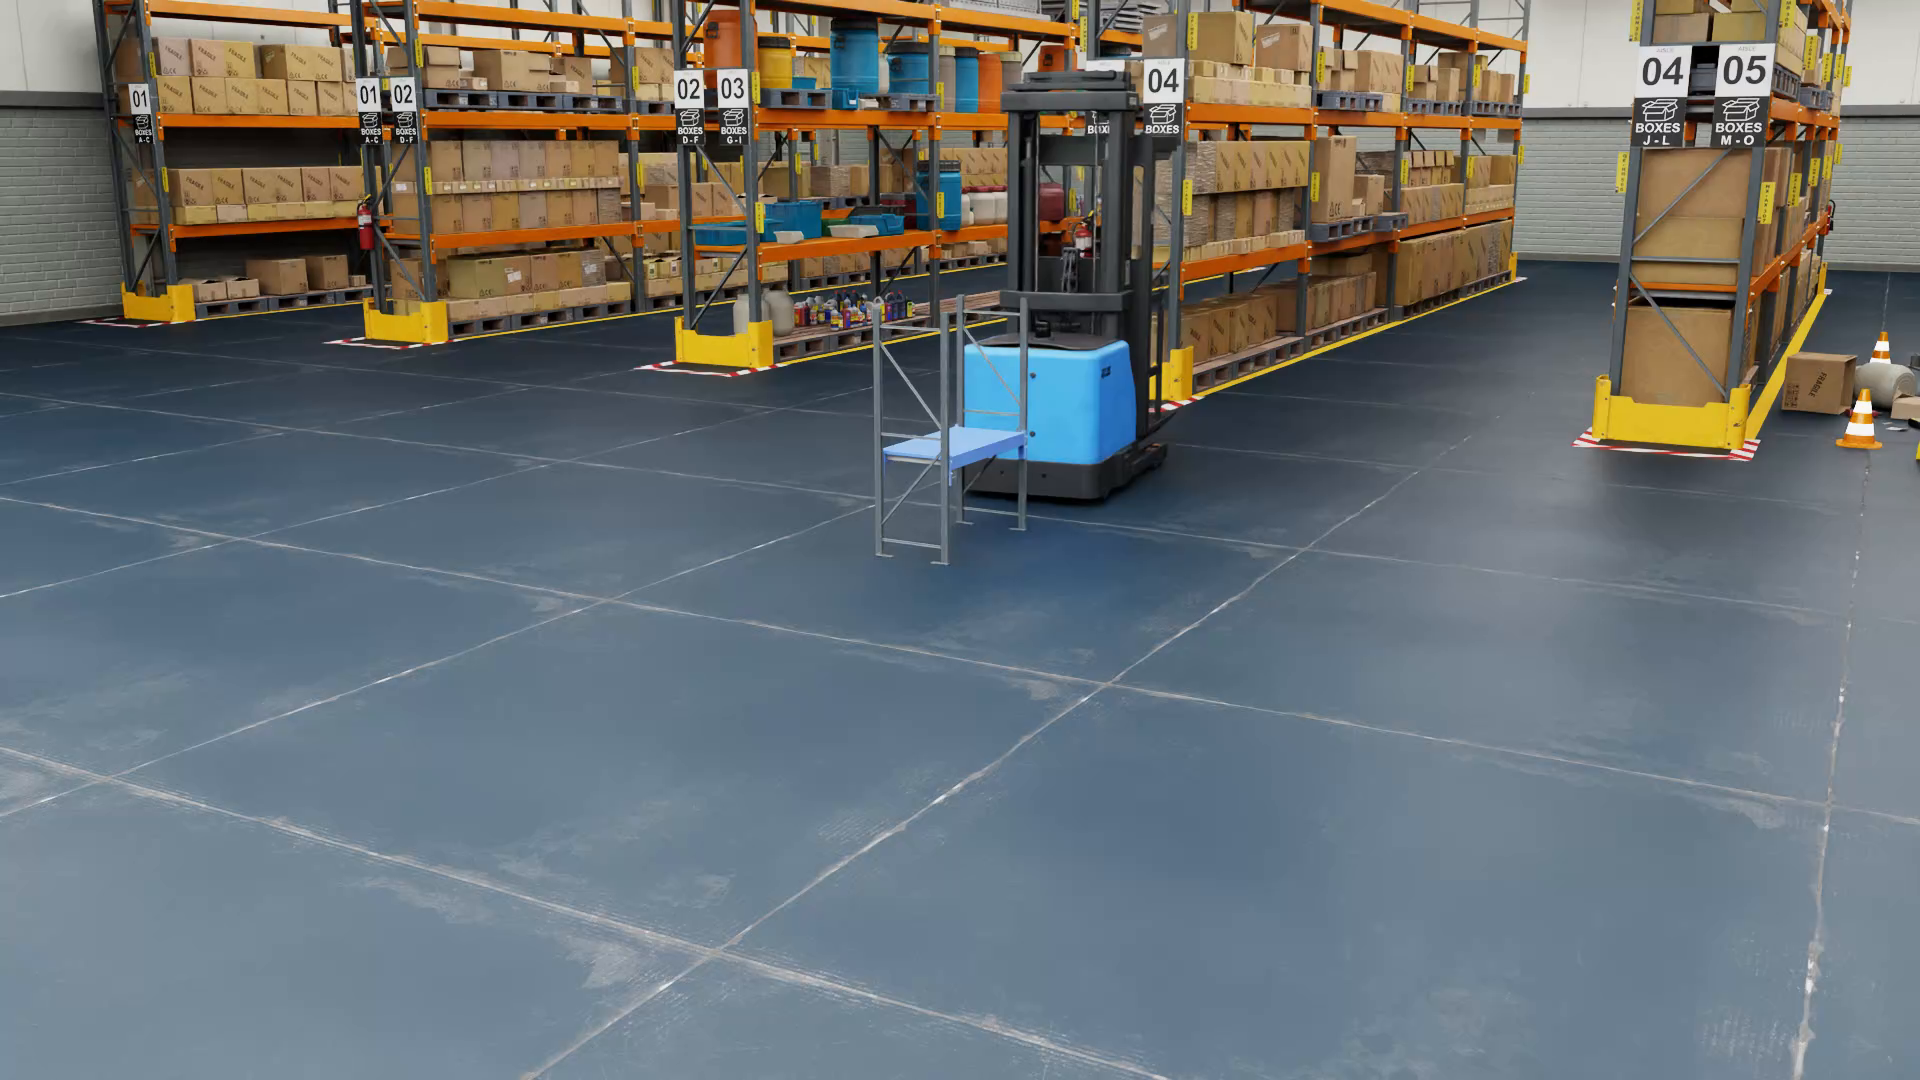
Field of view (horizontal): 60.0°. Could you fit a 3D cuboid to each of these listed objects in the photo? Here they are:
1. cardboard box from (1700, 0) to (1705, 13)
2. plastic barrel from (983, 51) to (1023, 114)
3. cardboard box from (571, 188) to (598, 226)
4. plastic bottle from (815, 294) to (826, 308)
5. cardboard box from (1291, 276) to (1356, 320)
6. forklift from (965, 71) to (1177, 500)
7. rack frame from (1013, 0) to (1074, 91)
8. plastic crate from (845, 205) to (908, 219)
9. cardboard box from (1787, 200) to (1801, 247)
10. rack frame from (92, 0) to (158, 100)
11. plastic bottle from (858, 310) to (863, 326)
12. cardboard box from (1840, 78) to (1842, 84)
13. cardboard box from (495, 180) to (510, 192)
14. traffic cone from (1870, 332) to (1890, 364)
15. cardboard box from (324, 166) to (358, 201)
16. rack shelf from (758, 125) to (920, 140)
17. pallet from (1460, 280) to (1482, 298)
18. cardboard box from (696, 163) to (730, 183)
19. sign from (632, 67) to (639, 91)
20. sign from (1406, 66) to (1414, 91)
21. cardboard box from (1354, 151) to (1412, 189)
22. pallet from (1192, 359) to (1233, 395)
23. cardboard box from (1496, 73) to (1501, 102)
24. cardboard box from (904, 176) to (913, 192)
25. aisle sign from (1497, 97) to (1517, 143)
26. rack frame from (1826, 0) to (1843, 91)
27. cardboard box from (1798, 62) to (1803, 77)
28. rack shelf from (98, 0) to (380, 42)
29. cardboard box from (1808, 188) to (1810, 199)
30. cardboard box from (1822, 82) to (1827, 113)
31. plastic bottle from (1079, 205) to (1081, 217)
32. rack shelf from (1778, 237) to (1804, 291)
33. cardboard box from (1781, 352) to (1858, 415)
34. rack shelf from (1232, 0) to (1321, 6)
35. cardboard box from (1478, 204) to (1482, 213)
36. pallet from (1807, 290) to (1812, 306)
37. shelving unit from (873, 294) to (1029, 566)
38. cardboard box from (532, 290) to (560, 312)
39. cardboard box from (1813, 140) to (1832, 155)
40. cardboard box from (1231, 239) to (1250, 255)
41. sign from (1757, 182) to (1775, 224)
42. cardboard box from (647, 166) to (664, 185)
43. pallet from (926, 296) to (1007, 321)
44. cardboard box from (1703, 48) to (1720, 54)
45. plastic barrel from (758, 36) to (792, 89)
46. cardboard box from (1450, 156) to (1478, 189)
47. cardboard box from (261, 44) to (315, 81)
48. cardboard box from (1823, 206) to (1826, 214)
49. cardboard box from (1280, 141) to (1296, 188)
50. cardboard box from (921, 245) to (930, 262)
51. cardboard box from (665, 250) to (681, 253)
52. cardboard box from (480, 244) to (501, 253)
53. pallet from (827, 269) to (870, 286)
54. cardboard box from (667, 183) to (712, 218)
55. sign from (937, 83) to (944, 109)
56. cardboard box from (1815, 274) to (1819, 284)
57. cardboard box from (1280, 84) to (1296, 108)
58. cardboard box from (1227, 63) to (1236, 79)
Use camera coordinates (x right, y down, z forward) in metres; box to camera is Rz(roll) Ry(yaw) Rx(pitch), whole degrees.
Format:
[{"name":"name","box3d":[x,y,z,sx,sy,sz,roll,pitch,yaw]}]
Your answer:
[{"name":"cardboard box","box3d":[6.076,-4.488,14.073,0.380,0.149,0.250,8,16,29]},{"name":"plastic barrel","box3d":[0.616,-6.643,24.219,0.600,0.901,0.600,0,14,0]},{"name":"cardboard box","box3d":[-5.523,-4.674,23.309,0.700,0.500,0.500,7,15,27]},{"name":"plastic bottle","box3d":[-1.781,-2.946,21.066,0.144,0.351,0.185,7,15,28]},{"name":"cardboard box","box3d":[4.707,-3.150,21.596,0.700,0.500,0.500,9,16,33]},{"name":"forklift","box3d":[0.981,-2.003,12.589,1.130,2.935,3.031,5,14,20]},{"name":"rack frame","box3d":[1.203,-8.001,24.523,1.000,3.000,0.127,7,15,28]},{"name":"plastic crate","box3d":[-1.095,-4.141,21.443,0.767,0.338,0.504,7,15,28]},{"name":"cardboard box","box3d":[9.121,-3.557,18.673,0.500,0.500,0.500,8,16,29]},{"name":"rack frame","box3d":[-11.337,-7.483,22.370,1.000,3.000,0.127,7,15,28]},{"name":"plastic bottle","box3d":[-1.253,-2.745,20.552,0.097,0.201,0.097,0,14,0]},{"name":"cardboard box","box3d":[13.796,-7.303,26.429,0.380,0.149,0.250,7,15,28]},{"name":"cardboard box","box3d":[-6.123,-4.638,21.773,0.380,0.149,0.250,7,15,26]},{"name":"traffic cone","box3d":[9.868,-1.991,17.806,0.336,0.463,0.334,7,15,28]},{"name":"cardboard box","box3d":[-9.597,-5.453,25.430,0.500,0.500,0.500,7,15,28]},{"name":"rack shelf","box3d":[-2.165,-7.166,28.992,1.077,0.370,4.000,7,15,28]},{"name":"pallet","box3d":[7.908,-4.136,27.239,1.003,0.211,1.213,7,15,28]},{"name":"cardboard box","box3d":[-5.259,-7.283,33.704,0.980,0.700,0.700,8,16,29]},{"name":"sign","box3d":[-4.578,-6.512,23.472,0.100,0.325,0.005,7,15,28]},{"name":"sign","box3d":[6.013,-6.171,22.229,0.100,0.325,0.005,7,15,28]},{"name":"cardboard box","box3d":[5.906,-5.208,23.383,0.797,0.503,0.637,8,16,30]},{"name":"pallet","box3d":[2.132,-1.705,17.156,1.003,0.211,1.213,7,15,28]},{"name":"cardboard box","box3d":[8.824,-7.710,28.392,0.700,0.500,0.500,7,15,26]},{"name":"cardboard box","box3d":[-0.713,-6.590,31.255,0.500,0.500,0.500,8,16,30]},{"name":"aisle sign","box3d":[9.703,-7.410,29.322,0.394,0.787,0.004,7,15,28]},{"name":"rack frame","box3d":[11.765,-7.678,23.182,1.000,3.000,0.127,7,15,28]},{"name":"cardboard box","box3d":[8.002,-4.598,16.234,0.380,0.149,0.250,7,15,28]},{"name":"rack shelf","box3d":[-10.370,-7.542,24.157,1.077,0.370,4.000,7,15,28]},{"name":"cardboard box","box3d":[11.620,-4.830,23.174,0.380,0.149,0.250,7,15,28]},{"name":"cardboard box","box3d":[10.813,-5.742,21.335,0.500,0.500,0.500,7,15,28]},{"name":"plastic bottle","box3d":[1.822,-5.081,25.634,0.097,0.201,0.097,0,14,0]},{"name":"rack shelf","box3d":[8.865,-3.181,18.863,1.077,0.370,4.000,7,15,28]},{"name":"cardboard box","box3d":[8.046,-1.472,15.566,0.500,0.500,0.500,11,17,38]},{"name":"rack shelf","box3d":[2.638,-5.858,17.174,1.077,0.370,4.000,7,15,28]},{"name":"cardboard box","box3d":[8.286,-5.408,27.100,0.380,0.149,0.250,7,15,27]},{"name":"pallet","box3d":[12.648,-3.799,25.842,1.003,0.211,1.213,7,15,28]},{"name":"shelving unit","box3d":[-0.041,-0.712,10.285,0.538,1.500,1.048,7,15,28]},{"name":"cardboard box","box3d":[-5.818,-3.265,22.649,0.500,0.250,0.500,7,15,28]},{"name":"cardboard box","box3d":[12.954,-5.819,25.289,0.500,0.500,0.500,7,15,26]},{"name":"cardboard box","box3d":[2.828,-3.089,17.481,0.380,0.149,0.250,7,15,28]},{"name":"sign","box3d":[6.447,-2.695,13.296,0.100,0.325,0.005,7,15,28]},{"name":"cardboard box","box3d":[-6.027,-6.900,31.863,0.500,0.500,0.500,7,15,28]},{"name":"pallet","box3d":[0.204,-3.326,23.877,1.003,0.211,1.213,7,15,28]},{"name":"cardboard box","box3d":[6.442,-4.420,14.643,0.500,0.250,0.500,7,15,28]},{"name":"plastic barrel","box3d":[-2.225,-5.446,19.025,0.600,0.588,0.600,0,14,0]},{"name":"cardboard box","box3d":[7.928,-5.850,26.484,0.500,0.500,0.500,7,15,28]},{"name":"cardboard box","box3d":[-9.907,-7.034,24.520,0.500,0.500,0.500,7,15,26]},{"name":"cardboard box","box3d":[13.789,-5.361,26.908,0.380,0.149,0.250,7,15,28]},{"name":"cardboard box","box3d":[3.388,-4.156,18.392,0.500,0.500,0.500,7,15,28]},{"name":"cardboard box","box3d":[-0.805,-5.436,31.480,0.500,0.311,0.500,7,15,28]},{"name":"cardboard box","box3d":[-4.385,-4.394,26.135,0.500,0.311,0.500,7,15,27]},{"name":"cardboard box","box3d":[-8.338,-4.855,28.666,0.700,0.500,0.500,7,15,28]},{"name":"pallet","box3d":[-2.147,-4.690,29.535,1.003,0.211,1.213,7,15,28]},{"name":"cardboard box","box3d":[-4.183,-5.241,25.661,0.500,0.500,0.500,7,15,28]},{"name":"sign","box3d":[-0.255,-5.662,21.201,0.100,0.325,0.005,7,15,28]},{"name":"cardboard box","box3d":[13.592,-4.205,26.762,0.380,0.149,0.250,8,16,30]},{"name":"cardboard box","box3d":[3.352,-4.859,18.210,0.500,0.250,0.500,8,16,29]},{"name":"cardboard box","box3d":[2.546,-4.697,16.686,0.380,0.149,0.250,7,15,28]}]
